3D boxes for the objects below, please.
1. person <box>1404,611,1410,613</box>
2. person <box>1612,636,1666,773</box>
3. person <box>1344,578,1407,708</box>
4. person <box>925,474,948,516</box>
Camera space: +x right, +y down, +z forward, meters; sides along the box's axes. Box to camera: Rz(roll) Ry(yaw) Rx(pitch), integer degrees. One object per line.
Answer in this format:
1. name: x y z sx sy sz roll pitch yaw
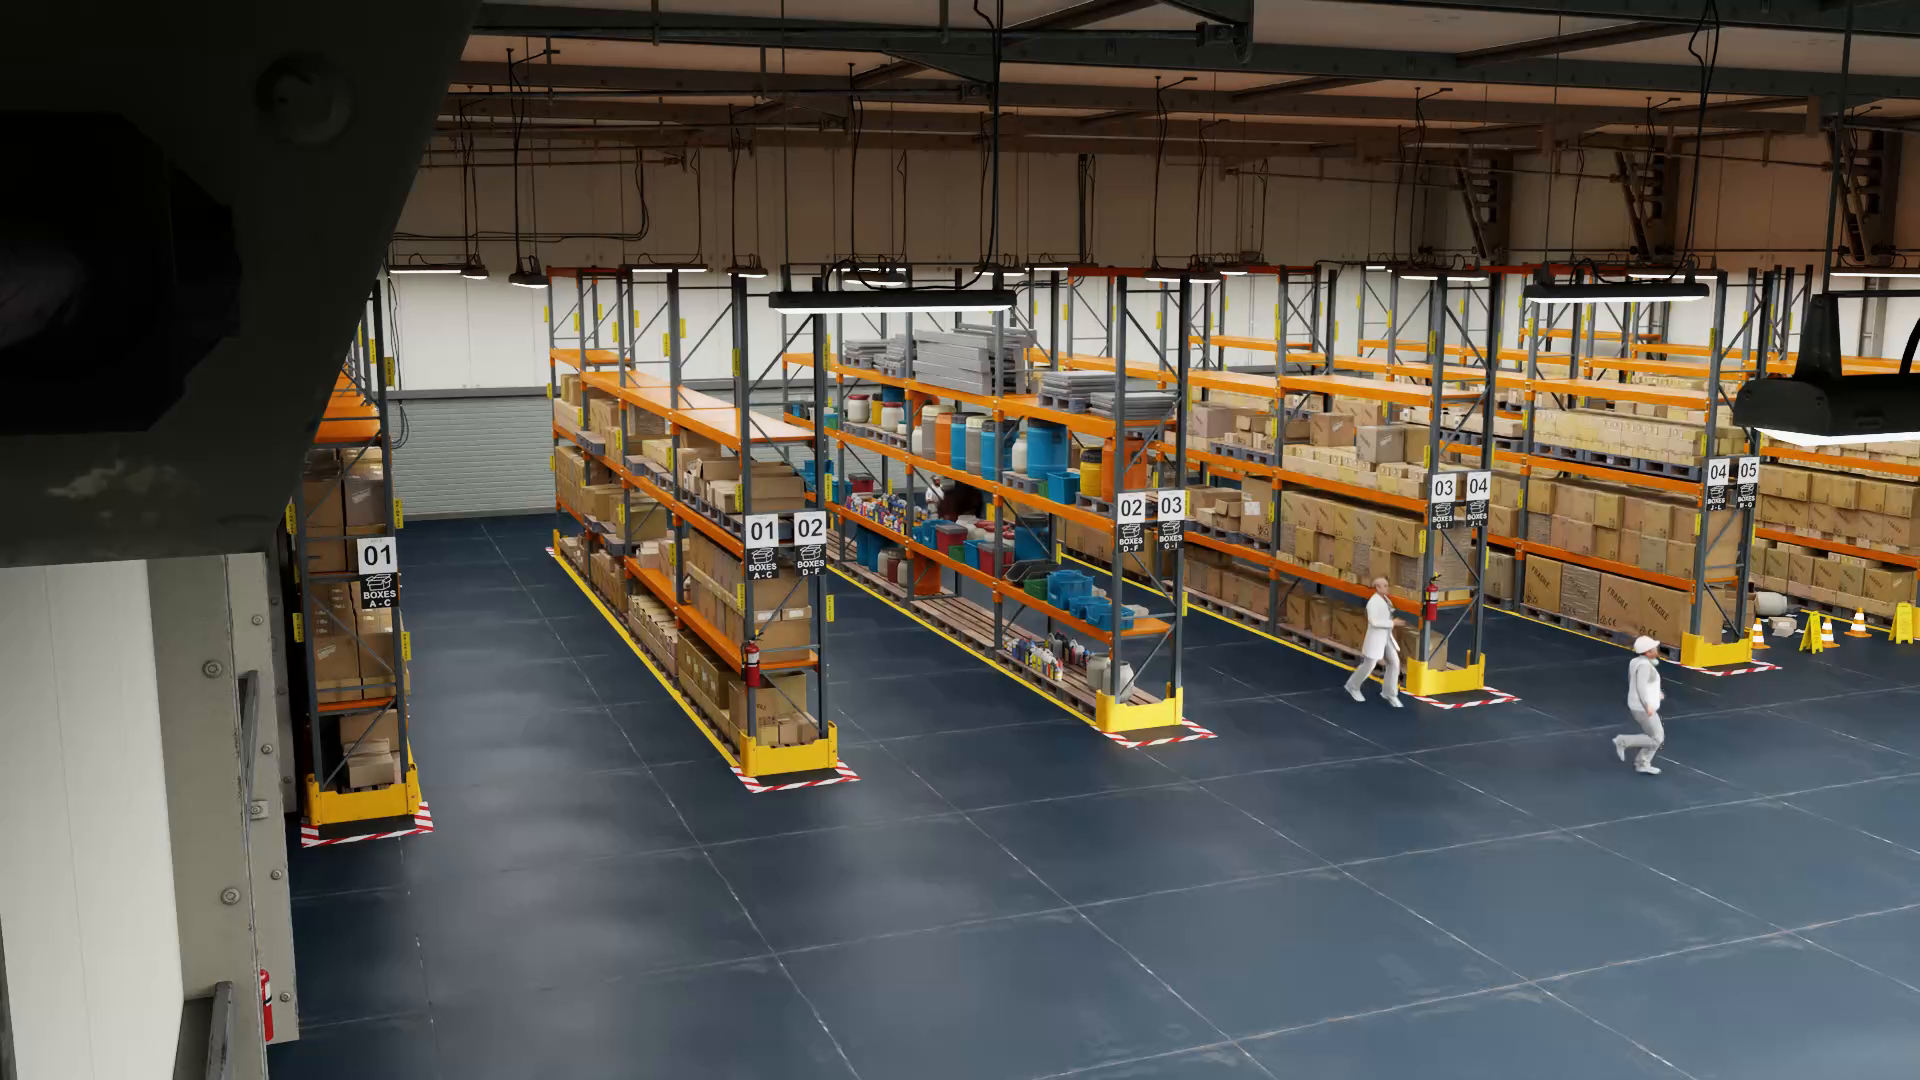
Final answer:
1. person: 7.915 0.379 29.601 0.629 1.803 0.811 -5 11 -26
2. person: 8.282 2.006 20.240 0.627 1.708 0.662 2 10 12
3. person: 5.828 1.434 23.286 0.897 1.854 0.700 8 13 40
4. person: -0.522 -0.597 35.186 0.578 1.671 0.806 -7 12 -36
